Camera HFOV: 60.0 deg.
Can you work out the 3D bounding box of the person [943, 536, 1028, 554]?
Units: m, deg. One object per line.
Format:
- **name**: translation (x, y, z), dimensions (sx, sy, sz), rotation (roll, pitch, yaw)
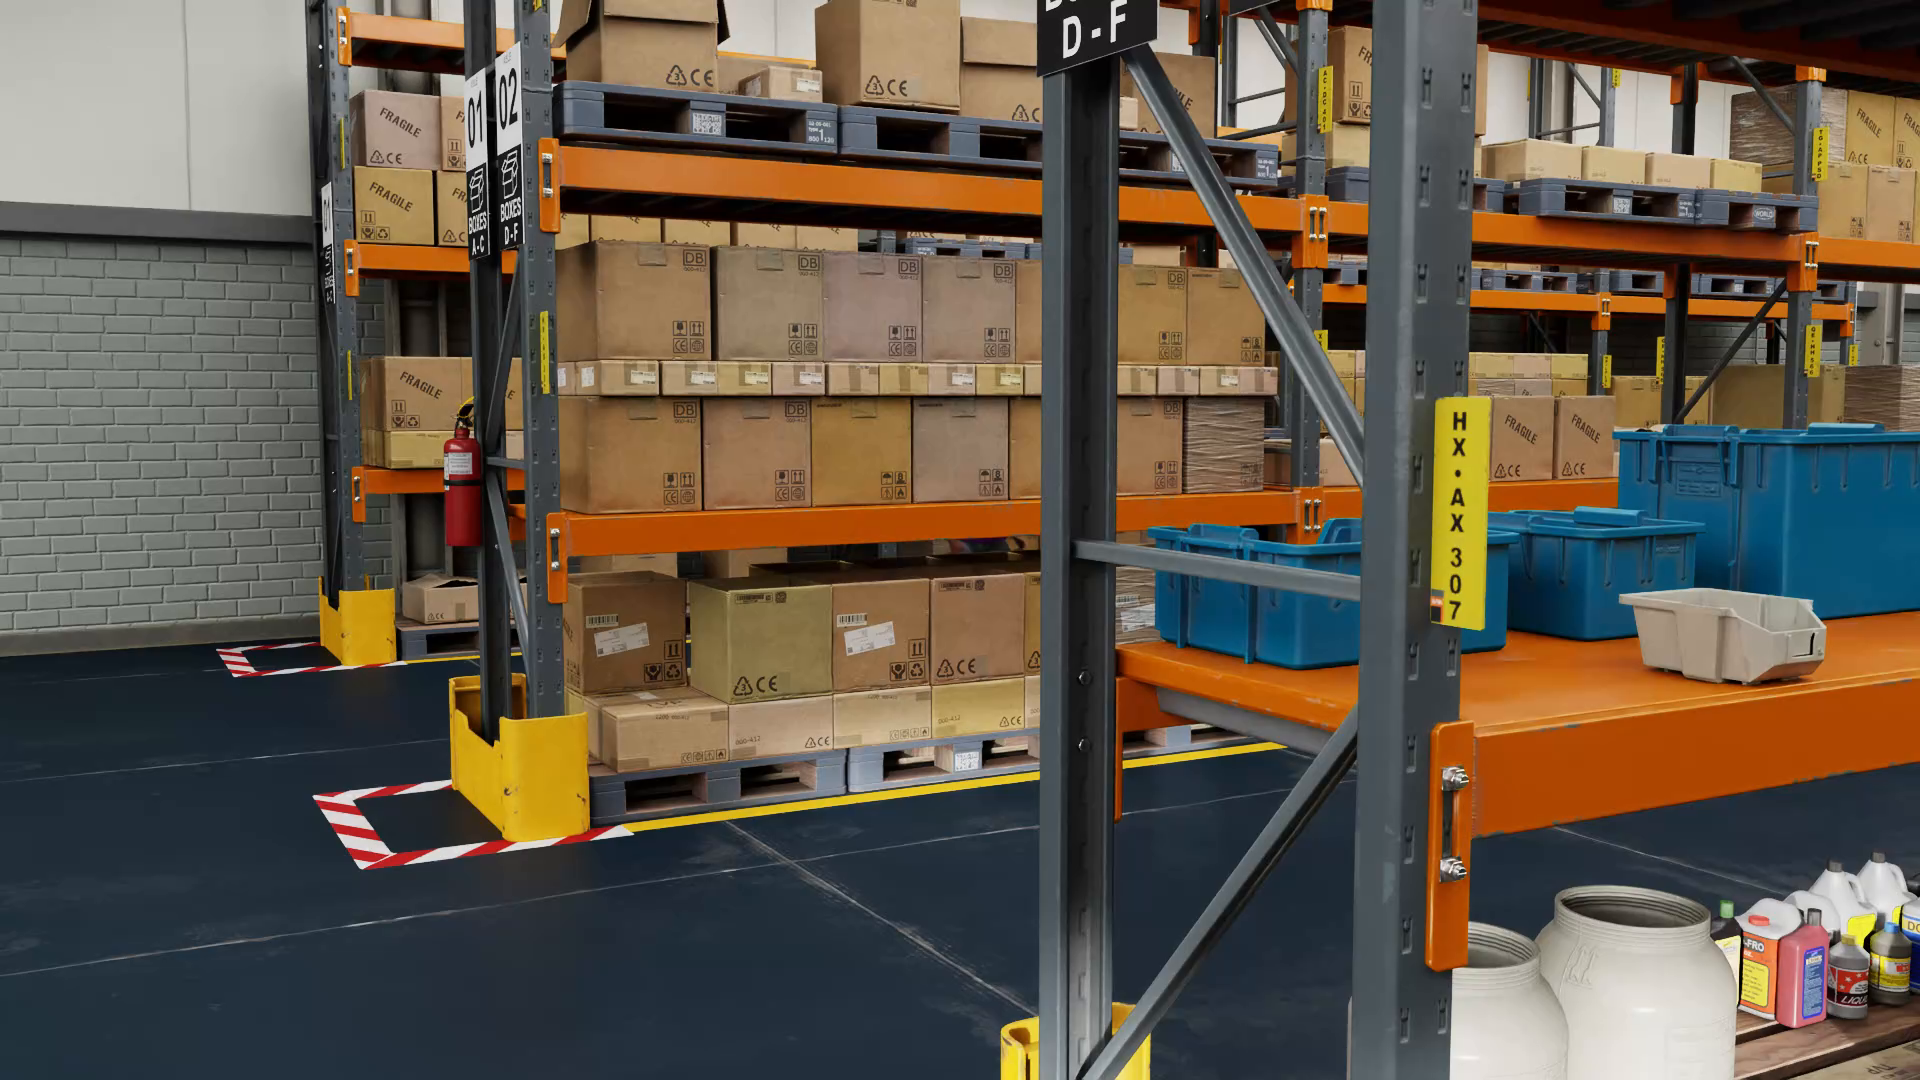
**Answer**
- **person**: translation (0.147, 0.018, 10.658), dimensions (0.588, 1.725, 0.438), rotation (-3, 6, -27)
